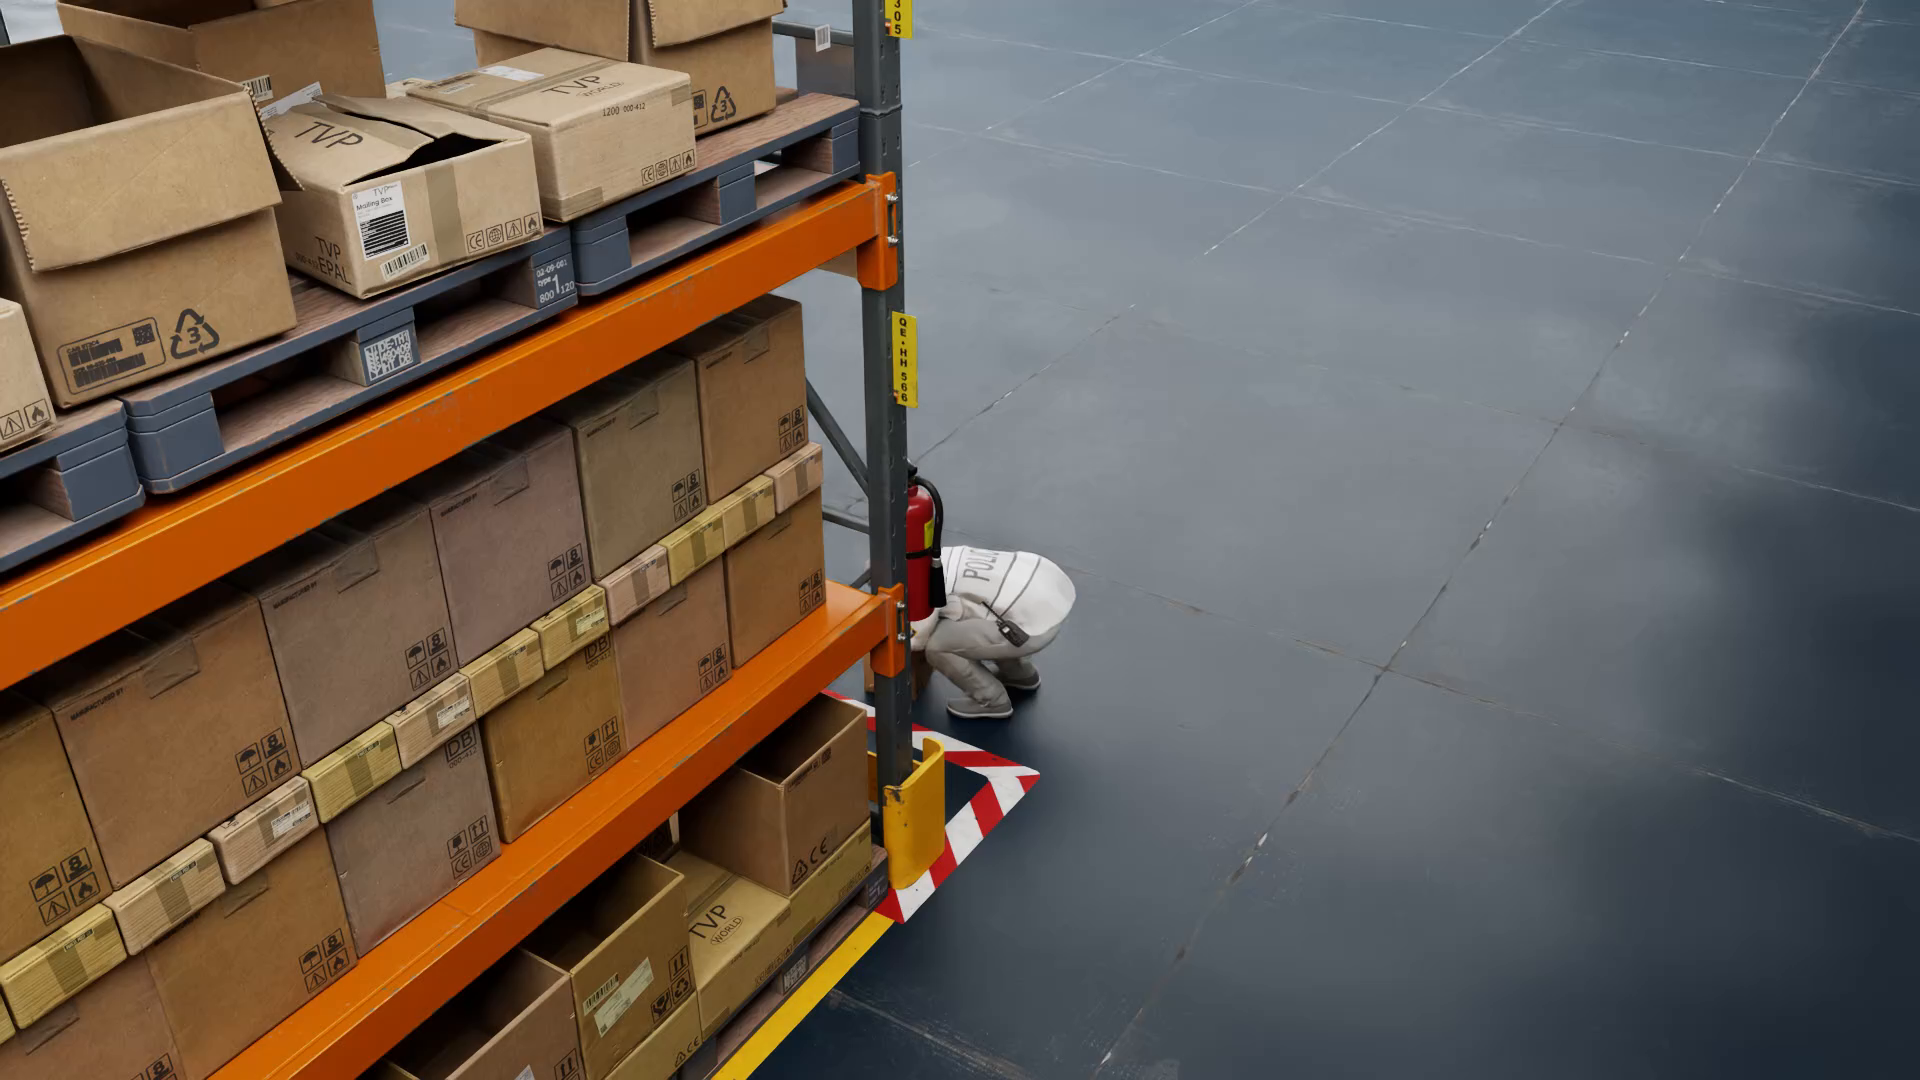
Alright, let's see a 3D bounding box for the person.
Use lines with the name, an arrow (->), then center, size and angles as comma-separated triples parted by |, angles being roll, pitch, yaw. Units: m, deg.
person -> 0.032, 0.389, 7.399 | 0.934, 0.753, 0.496 | 9, 32, 15
